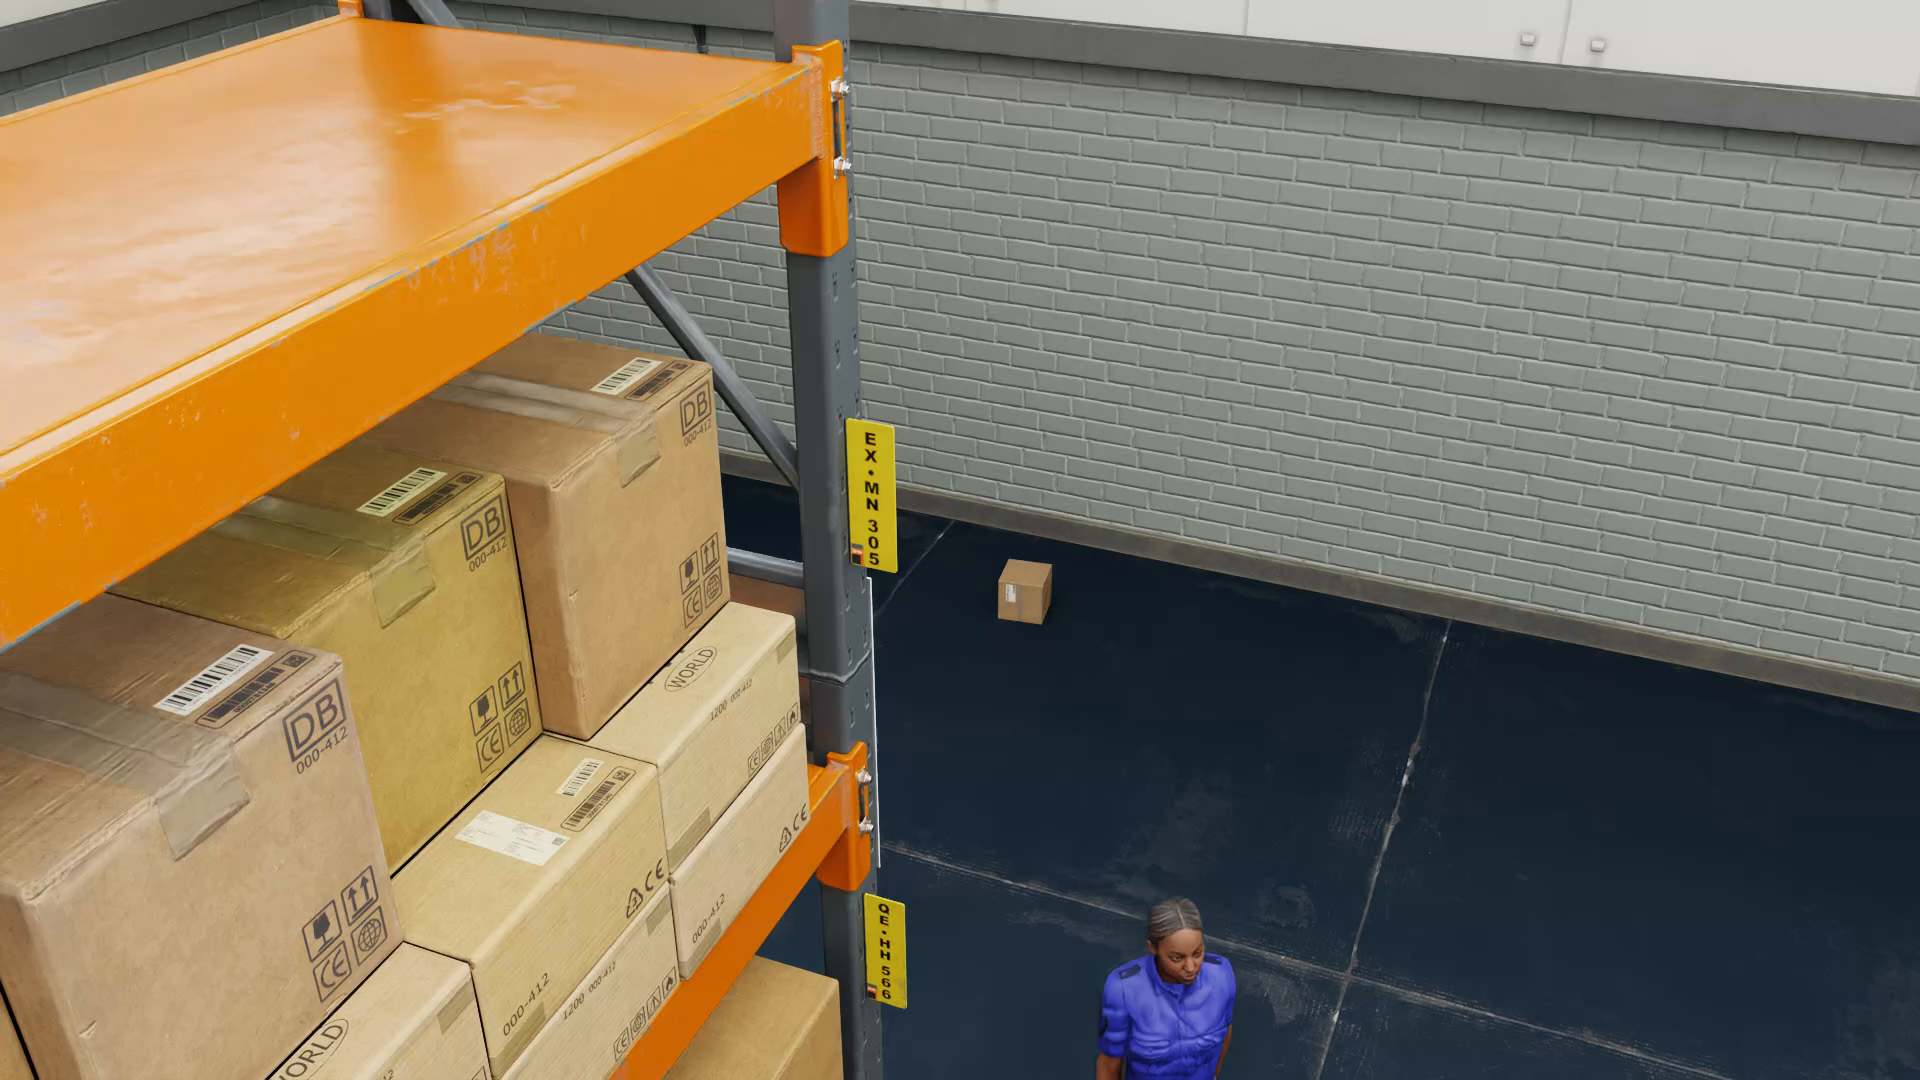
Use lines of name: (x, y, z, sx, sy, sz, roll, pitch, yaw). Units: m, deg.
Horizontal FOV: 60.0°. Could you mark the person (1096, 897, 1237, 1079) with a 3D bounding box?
person: (0.641, 1.842, 5.222, 0.461, 1.713, 0.619, -4, 30, -6)
